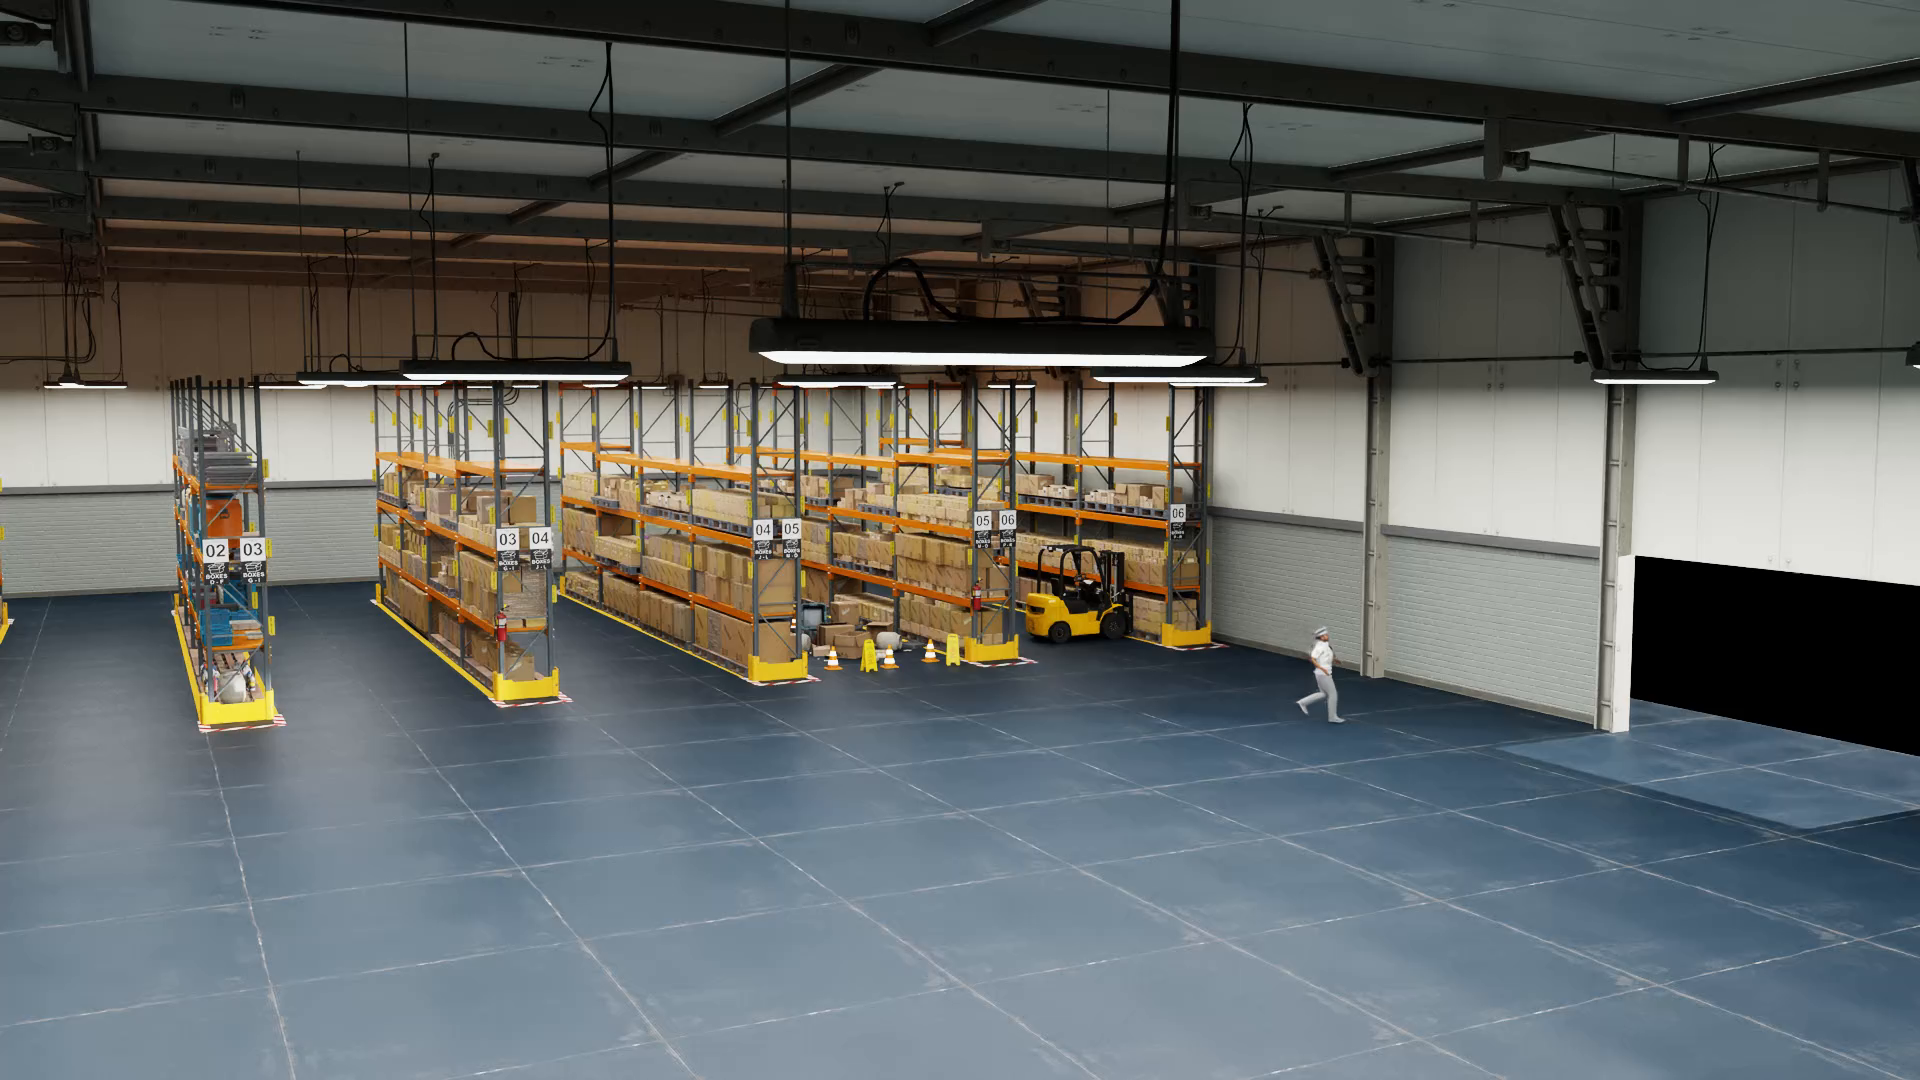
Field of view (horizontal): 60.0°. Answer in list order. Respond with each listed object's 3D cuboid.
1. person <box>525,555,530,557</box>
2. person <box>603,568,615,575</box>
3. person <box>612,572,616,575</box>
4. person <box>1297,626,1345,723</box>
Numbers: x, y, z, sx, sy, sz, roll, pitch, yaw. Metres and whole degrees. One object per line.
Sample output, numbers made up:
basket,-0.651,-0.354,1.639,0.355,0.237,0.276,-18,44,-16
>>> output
person,-12.265,0.650,47.851,0.798,1.649,0.532,4,6,36
person,-10.326,0.552,48.830,0.566,1.698,0.754,2,5,19
person,-10.053,0.461,49.377,0.806,1.828,0.666,-2,5,-22
person,6.282,2.322,28.848,0.815,1.669,0.588,2,5,17
